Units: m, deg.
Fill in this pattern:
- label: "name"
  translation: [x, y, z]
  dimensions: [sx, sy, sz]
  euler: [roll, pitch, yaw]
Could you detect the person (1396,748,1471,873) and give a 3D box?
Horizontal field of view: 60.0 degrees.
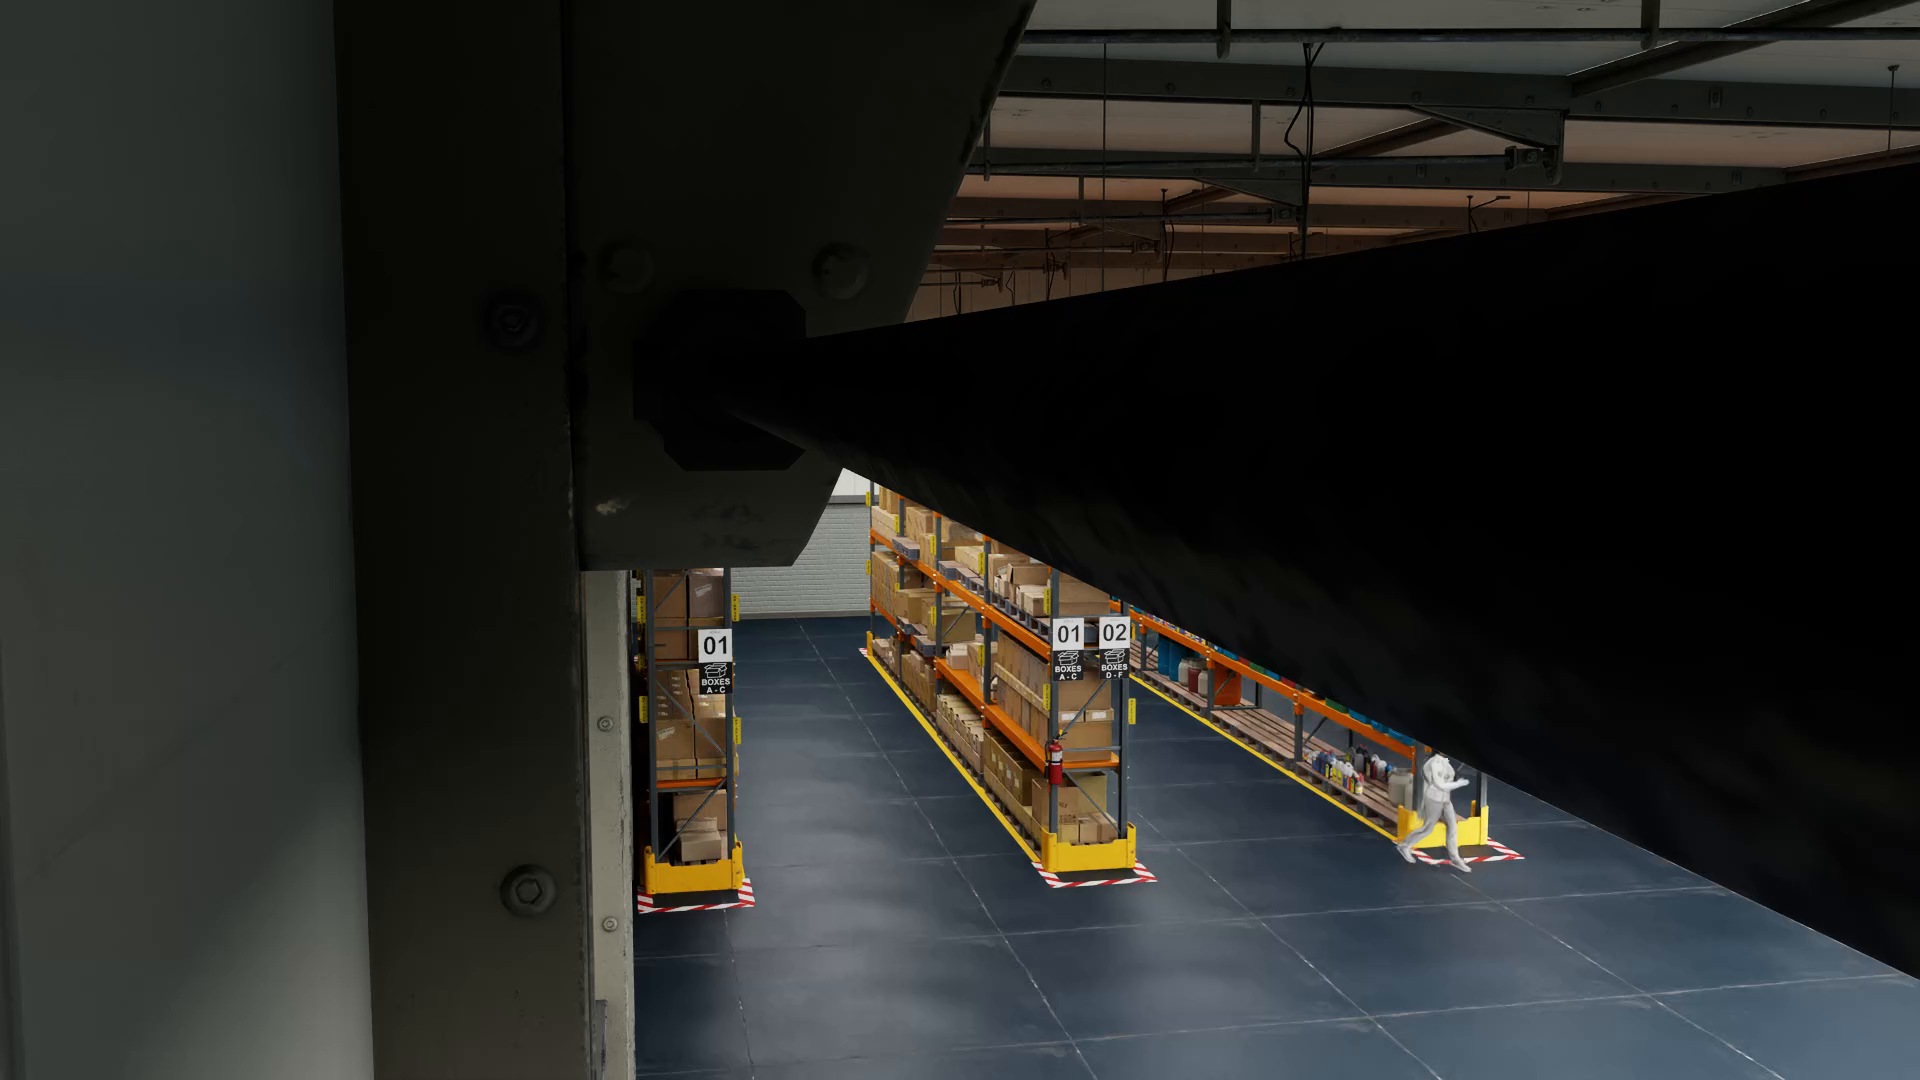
- label: "person"
  translation: [5.978, 3.288, 20.894]
  dimensions: [0.919, 1.697, 0.598]
  euler: [3, 7, 29]
